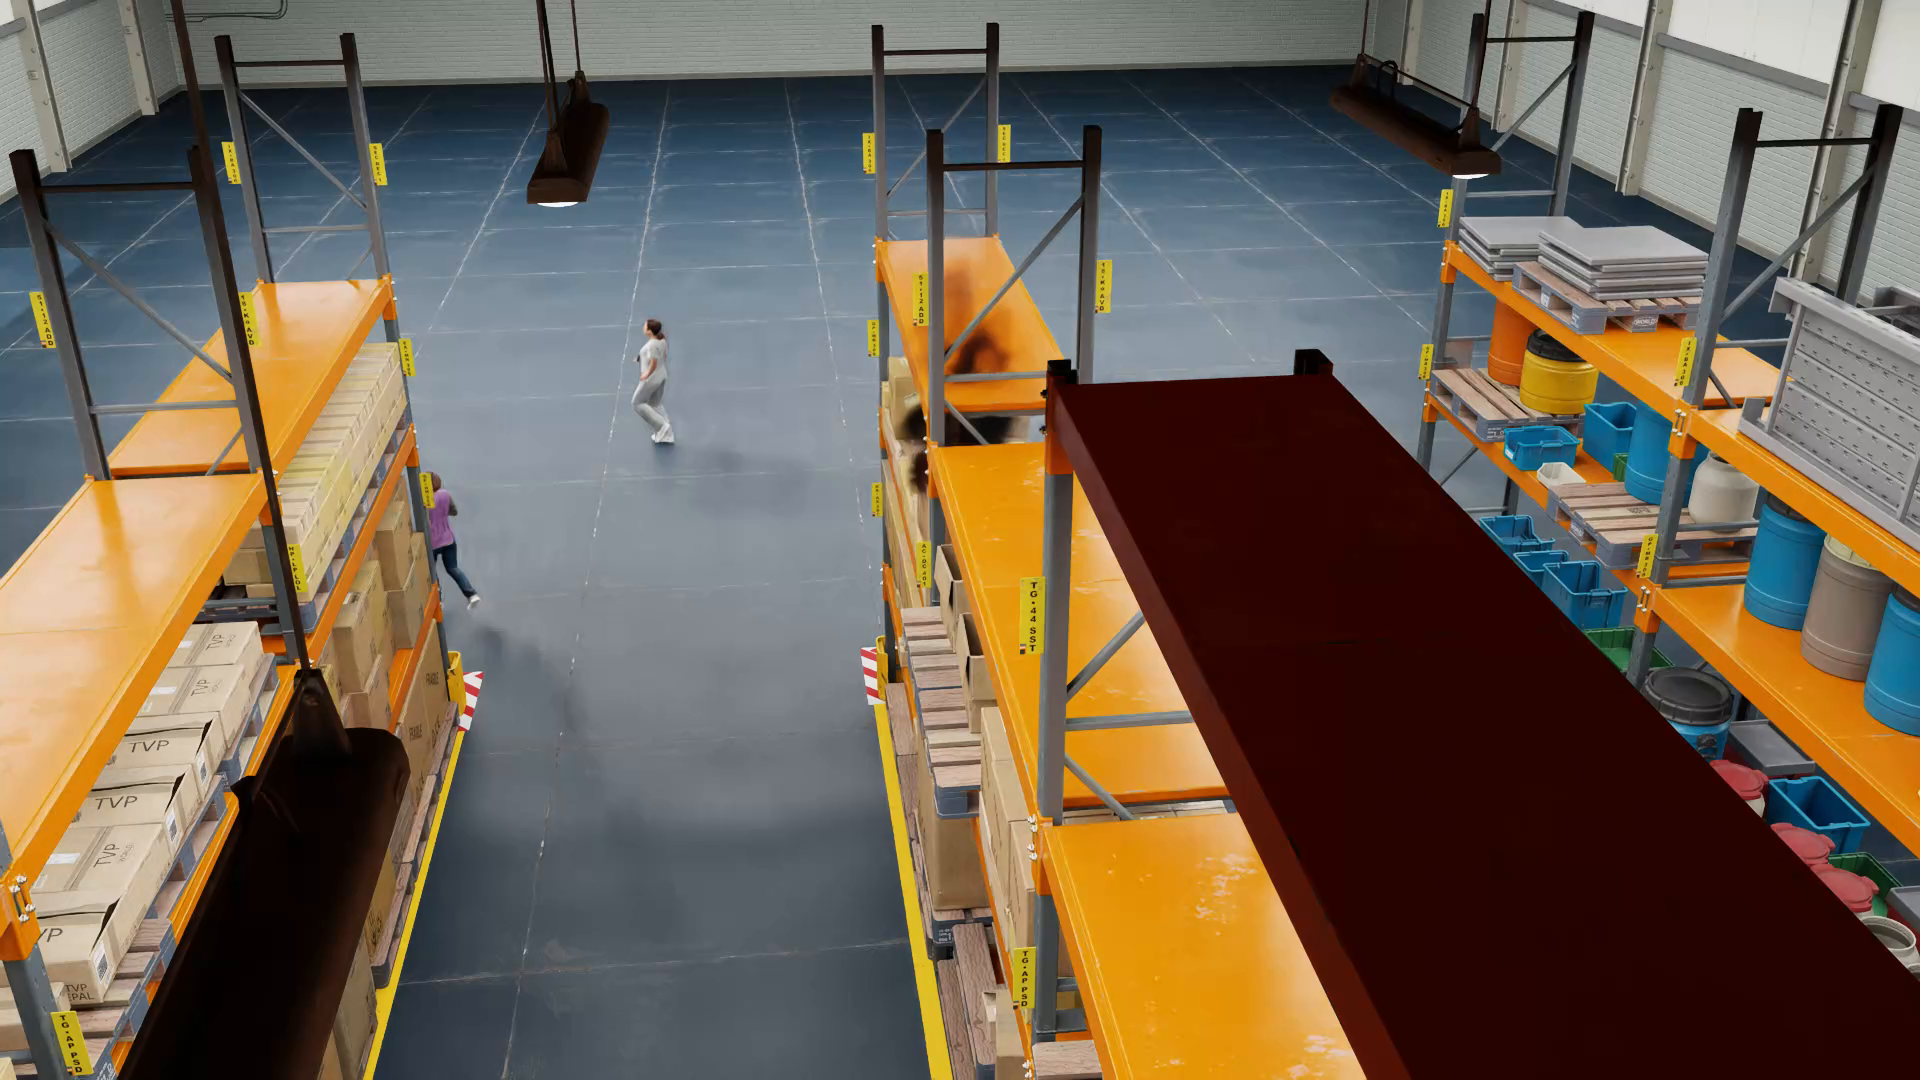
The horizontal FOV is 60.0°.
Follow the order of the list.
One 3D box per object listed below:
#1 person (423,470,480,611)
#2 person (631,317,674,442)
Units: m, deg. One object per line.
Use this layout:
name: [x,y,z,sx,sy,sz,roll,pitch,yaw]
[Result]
person: [-5.190,0.036,16.572,0.861,1.574,0.551,20,32,36]
person: [-3.881,-2.005,20.793,0.548,1.627,0.554,9,27,18]
